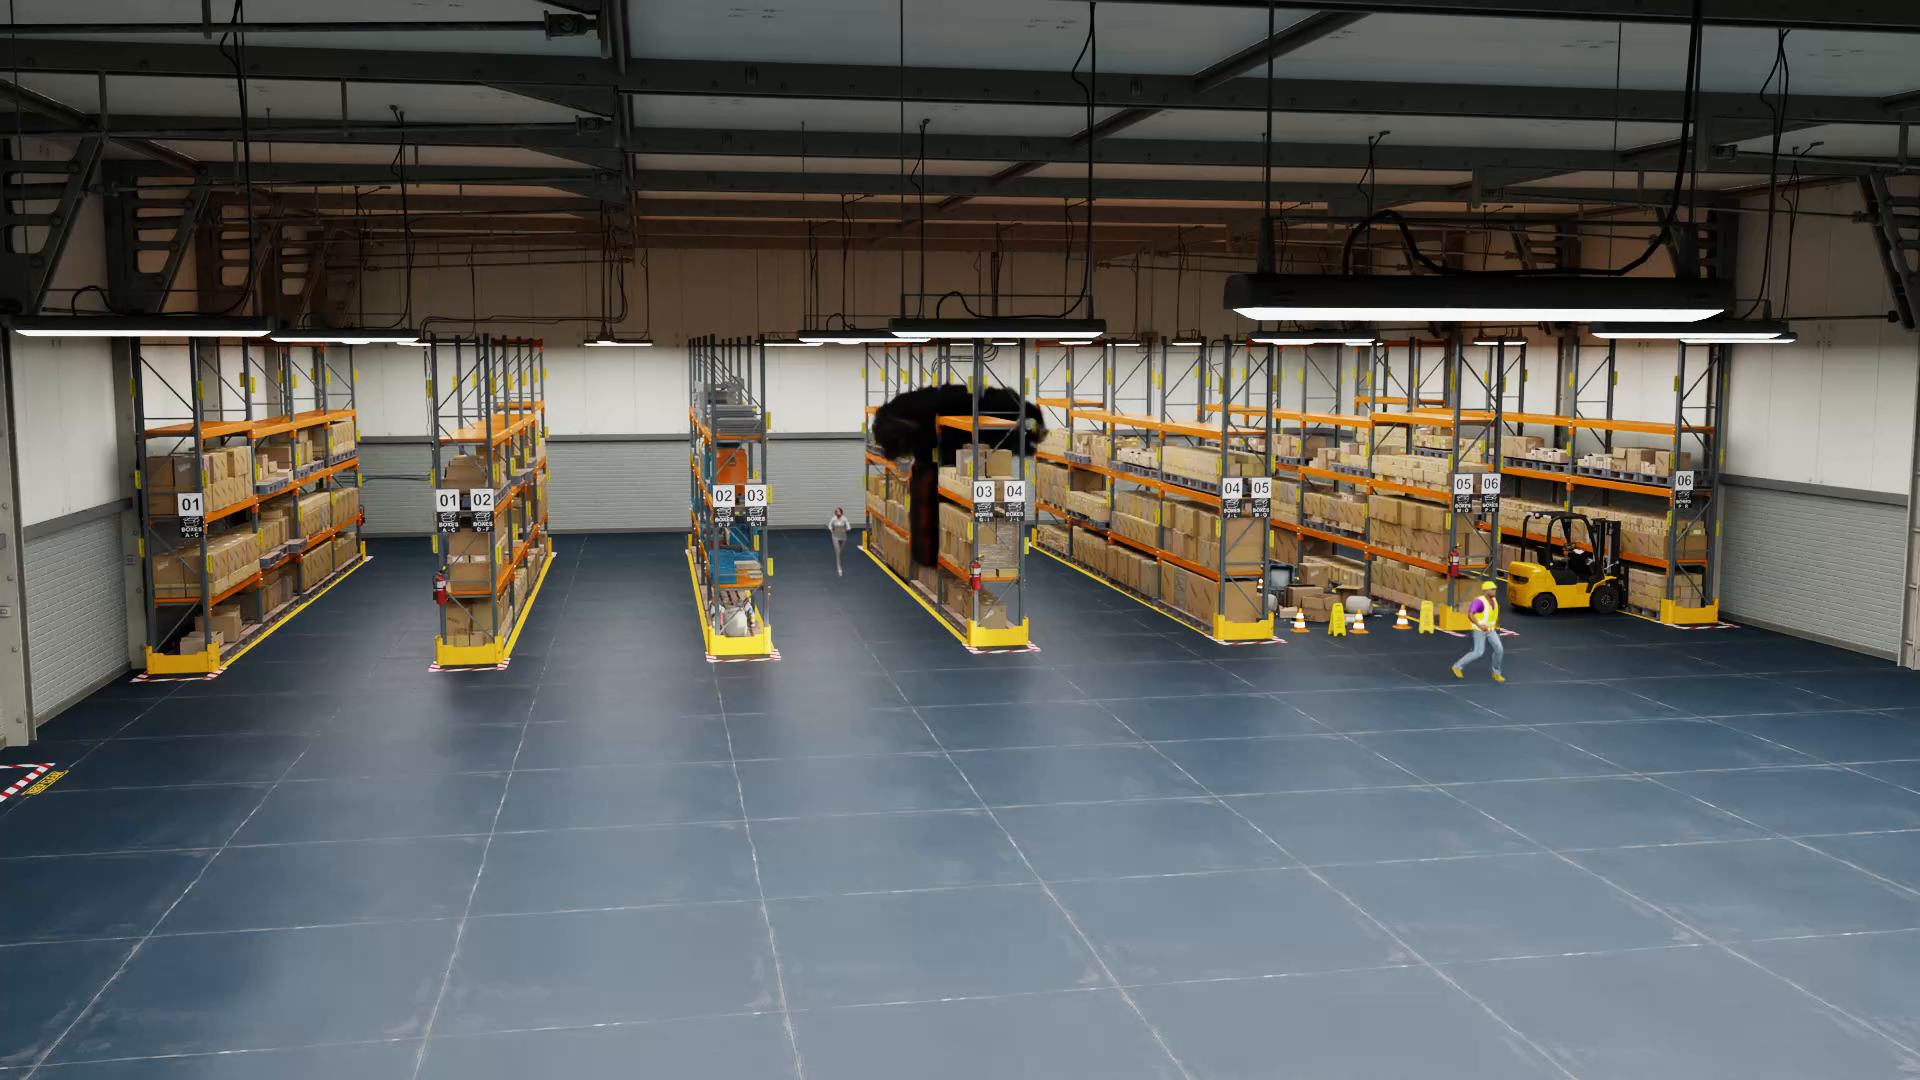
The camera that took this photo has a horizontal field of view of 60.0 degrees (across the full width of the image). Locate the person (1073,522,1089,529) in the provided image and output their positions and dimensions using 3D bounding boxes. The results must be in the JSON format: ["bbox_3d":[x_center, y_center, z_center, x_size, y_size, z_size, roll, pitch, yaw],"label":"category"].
[{"bbox_3d":[3.590,-0.788,49.501,0.788,1.764,0.737,3,7,25],"label":"person"}]

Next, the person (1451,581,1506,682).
[{"bbox_3d":[9.053,1.587,28.794,0.915,1.761,0.744,-6,9,-41],"label":"person"}]

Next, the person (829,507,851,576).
[{"bbox_3d":[-2.913,0.012,40.433,0.525,1.621,0.762,-1,7,-10],"label":"person"}]
